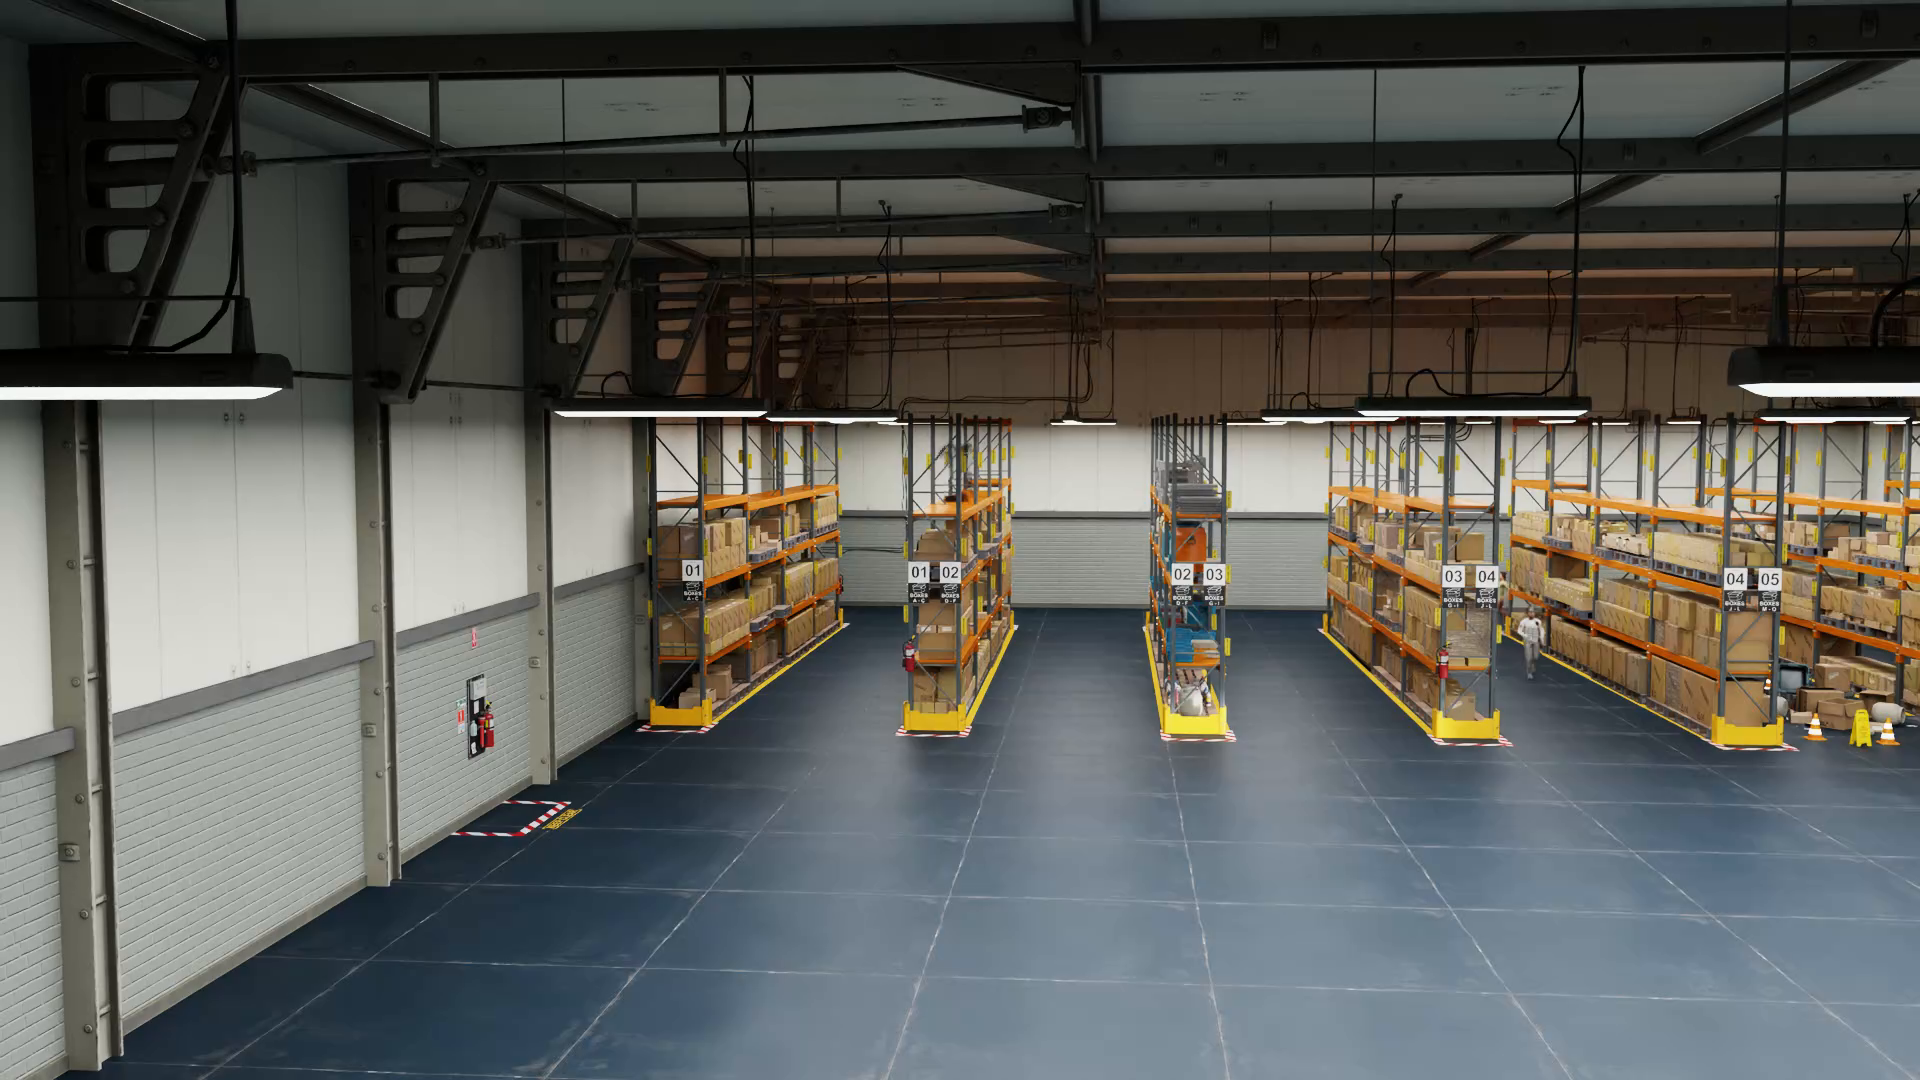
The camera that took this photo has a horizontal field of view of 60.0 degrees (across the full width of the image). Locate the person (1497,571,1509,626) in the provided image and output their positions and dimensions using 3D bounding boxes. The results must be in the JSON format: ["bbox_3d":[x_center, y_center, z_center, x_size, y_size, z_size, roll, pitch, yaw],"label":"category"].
[{"bbox_3d":[15.330,1.707,47.338,0.880,1.651,0.627,1,4,13],"label":"person"}]

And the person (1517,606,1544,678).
[{"bbox_3d":[13.096,2.340,38.111,0.612,1.658,0.548,1,4,10],"label":"person"}]
